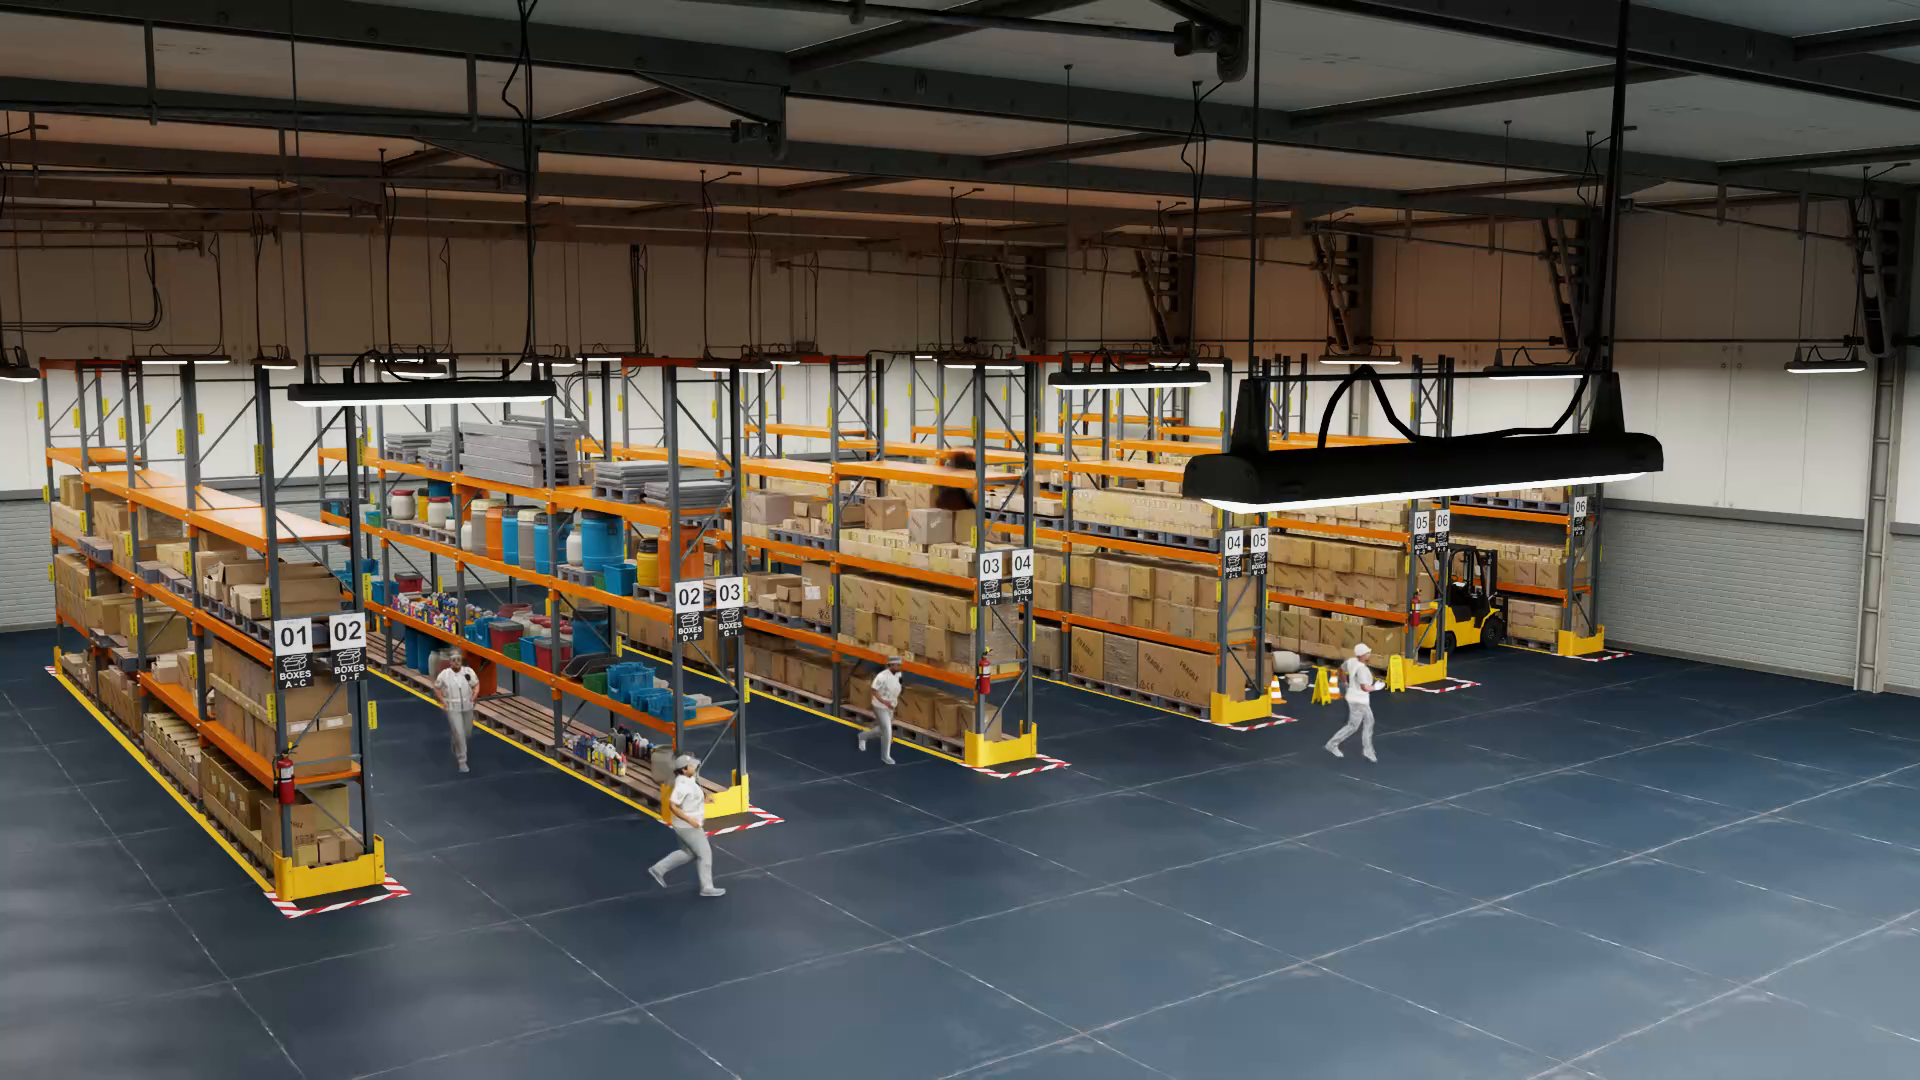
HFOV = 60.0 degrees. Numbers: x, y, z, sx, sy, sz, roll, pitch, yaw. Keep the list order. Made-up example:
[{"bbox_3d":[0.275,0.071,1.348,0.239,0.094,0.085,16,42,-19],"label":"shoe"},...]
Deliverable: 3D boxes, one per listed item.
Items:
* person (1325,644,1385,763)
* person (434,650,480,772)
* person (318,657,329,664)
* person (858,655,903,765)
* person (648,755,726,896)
[{"bbox_3d":[5.933,2.475,24.991,0.848,1.865,0.702,1,7,6],"label":"person"},{"bbox_3d":[-7.446,2.505,24.722,0.654,1.784,0.809,-4,8,-31],"label":"person"},{"bbox_3d":[-10.367,2.264,26.564,0.676,1.802,0.854,-7,10,-44],"label":"person"},{"bbox_3d":[-1.157,2.441,24.333,0.812,1.613,0.546,6,9,39],"label":"person"},{"bbox_3d":[-3.117,3.249,18.908,0.870,1.639,0.619,-1,7,-12],"label":"person"}]
